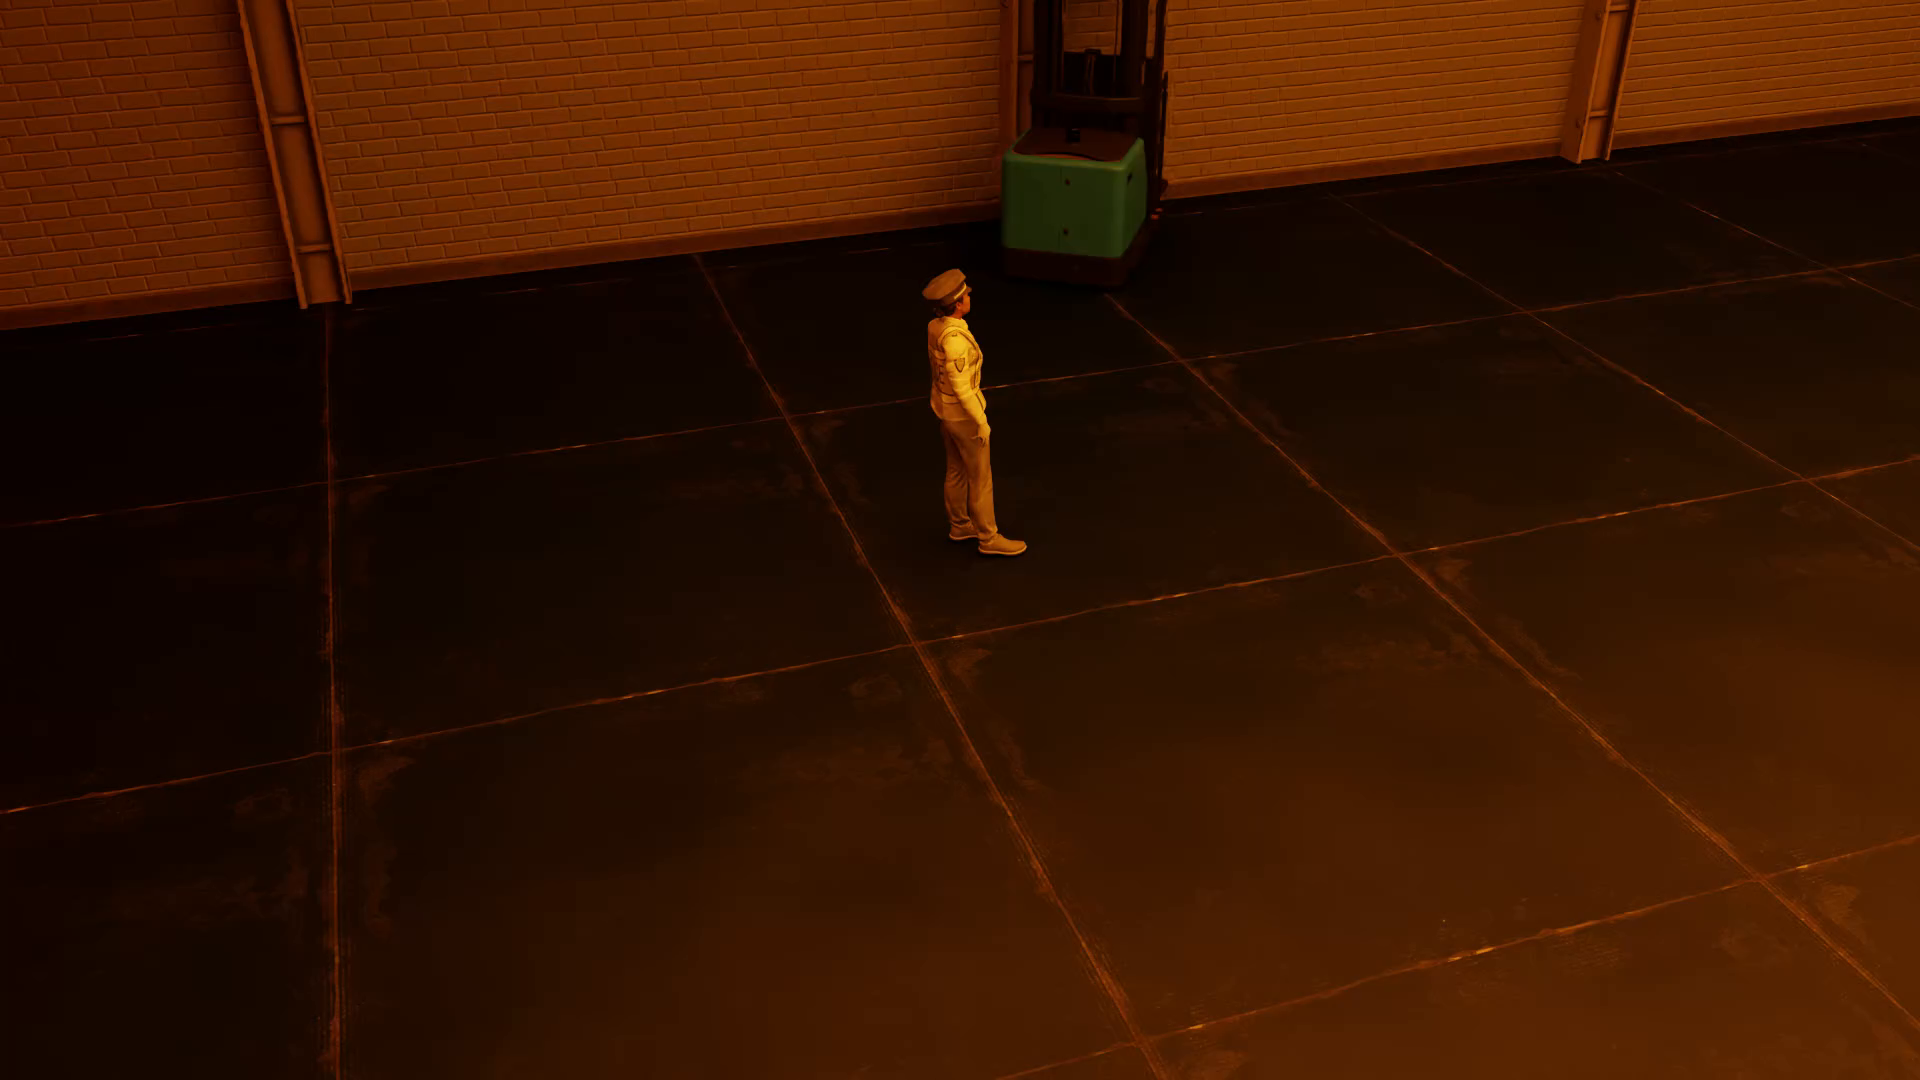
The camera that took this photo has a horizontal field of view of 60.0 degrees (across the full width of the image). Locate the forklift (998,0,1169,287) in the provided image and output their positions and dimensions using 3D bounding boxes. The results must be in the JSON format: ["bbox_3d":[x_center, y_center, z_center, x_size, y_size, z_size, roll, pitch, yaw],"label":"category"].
[{"bbox_3d":[1.218,-4.037,14.104,1.130,2.935,3.031,8,31,14],"label":"forklift"}]

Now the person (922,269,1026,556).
[{"bbox_3d":[0.068,-0.748,9.613,0.530,1.694,0.587,-10,31,-16],"label":"person"}]
